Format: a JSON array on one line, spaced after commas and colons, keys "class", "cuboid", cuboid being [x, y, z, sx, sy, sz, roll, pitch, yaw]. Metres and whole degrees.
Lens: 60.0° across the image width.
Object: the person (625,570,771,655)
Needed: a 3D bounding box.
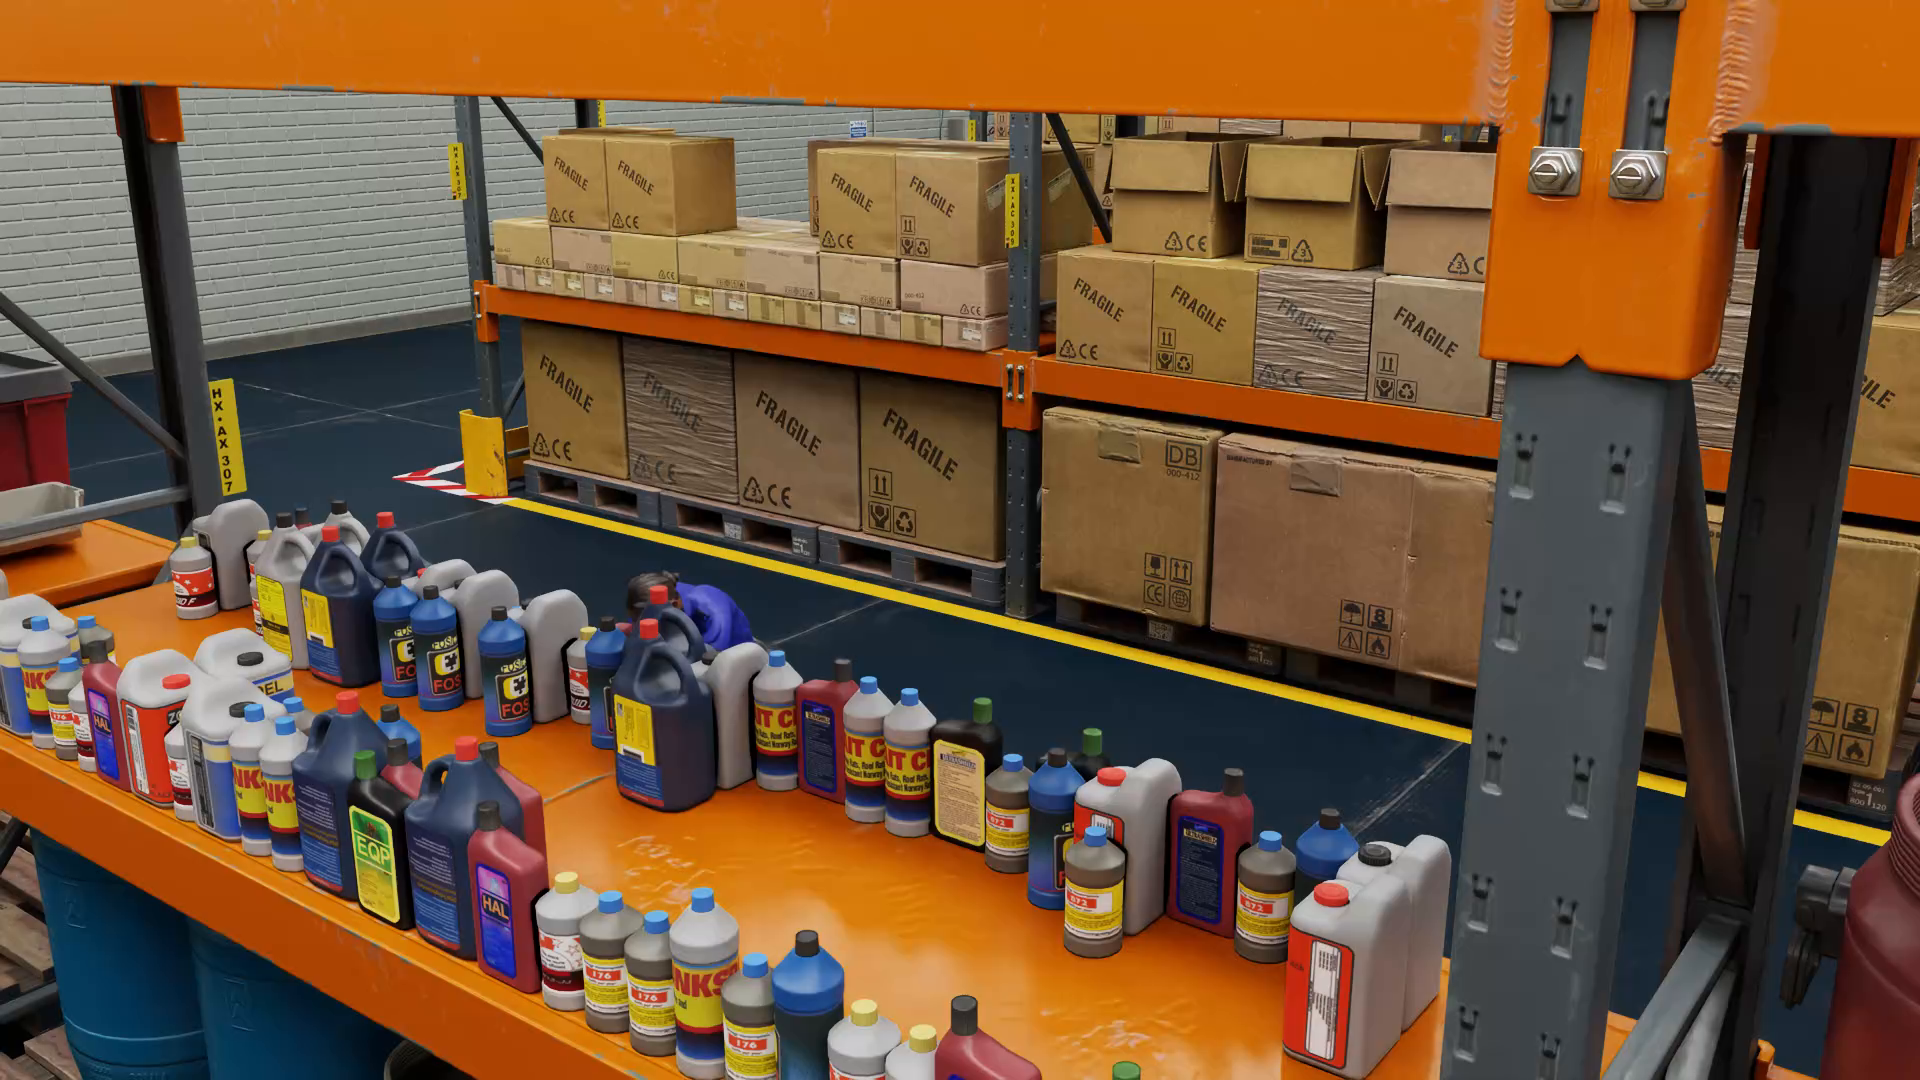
[{"class": "person", "cuboid": [-1.011, 0.500, 6.193, 0.505, 0.916, 0.826, 12, 21, 35]}]
